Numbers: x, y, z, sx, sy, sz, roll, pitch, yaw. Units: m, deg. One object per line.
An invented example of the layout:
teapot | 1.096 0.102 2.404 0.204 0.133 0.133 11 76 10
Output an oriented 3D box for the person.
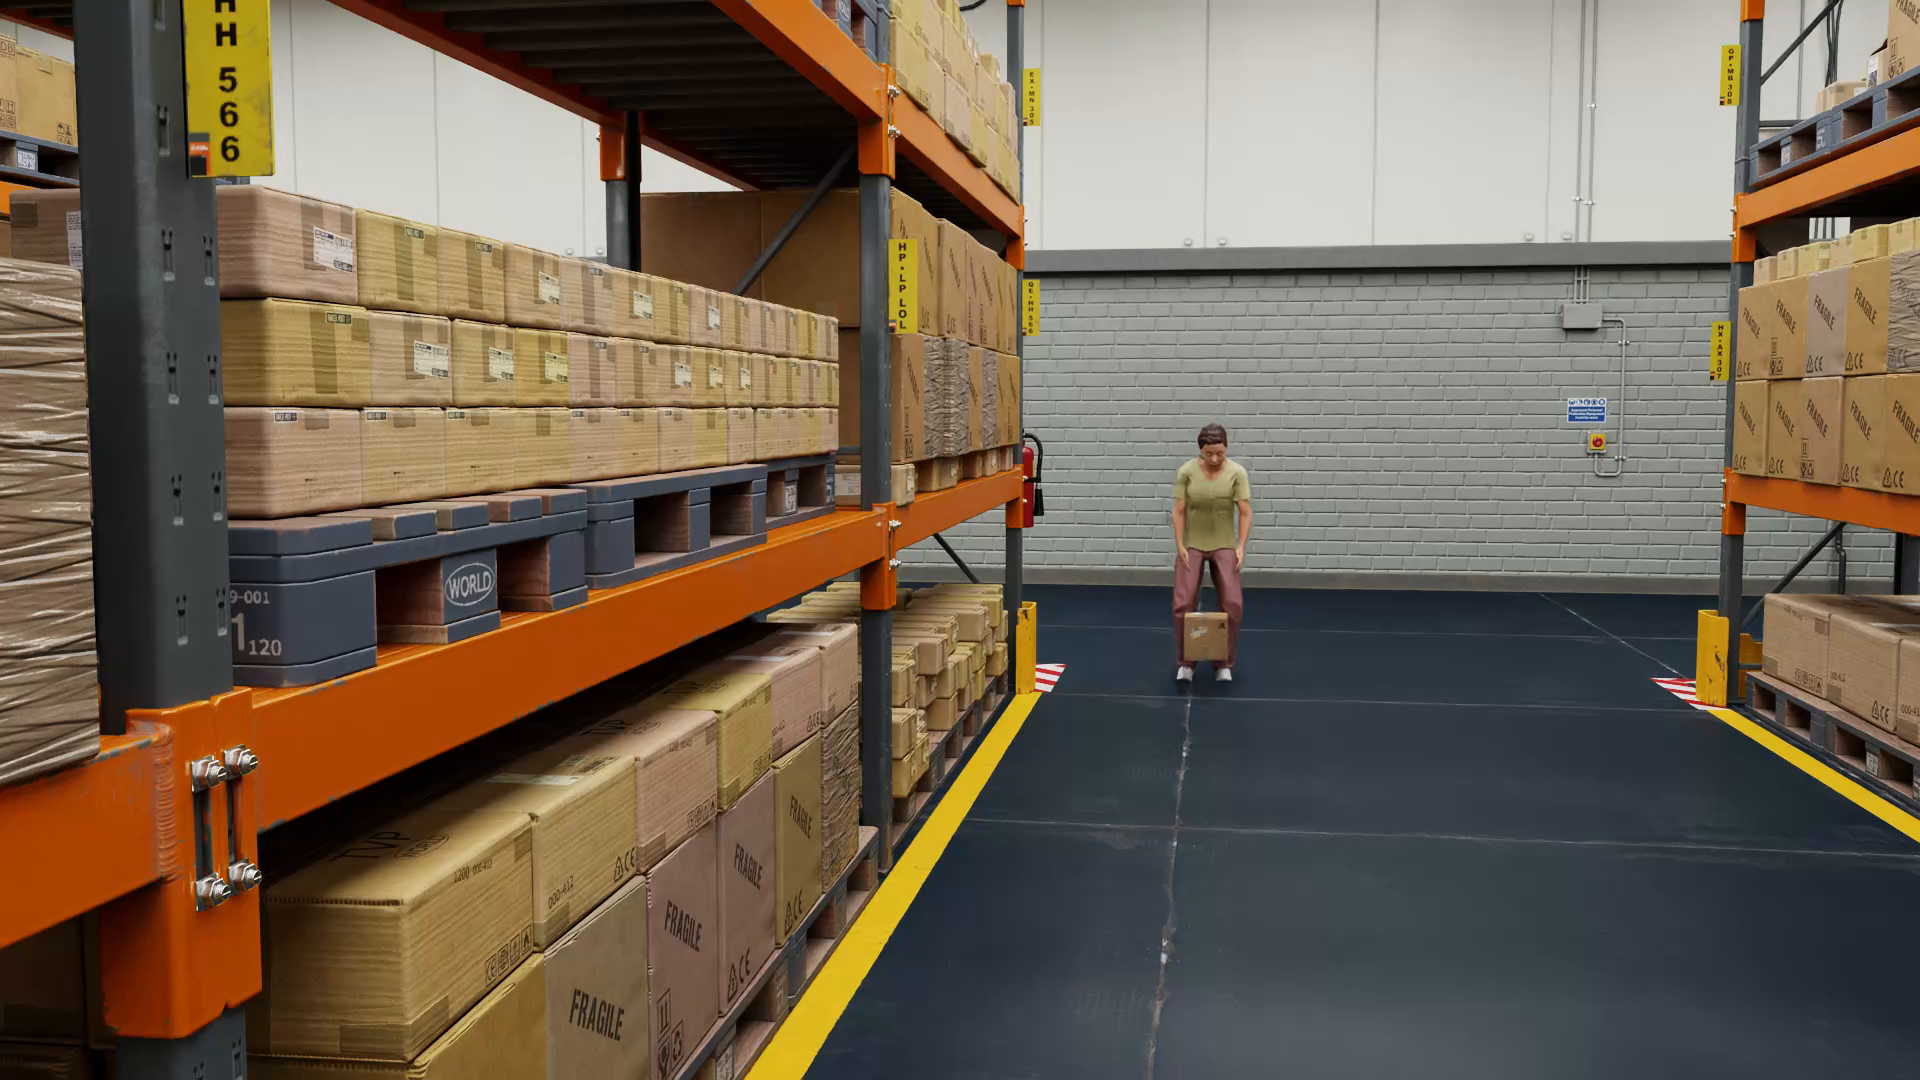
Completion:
person | 1.534 0.074 10.130 0.486 1.573 0.467 1 5 10
